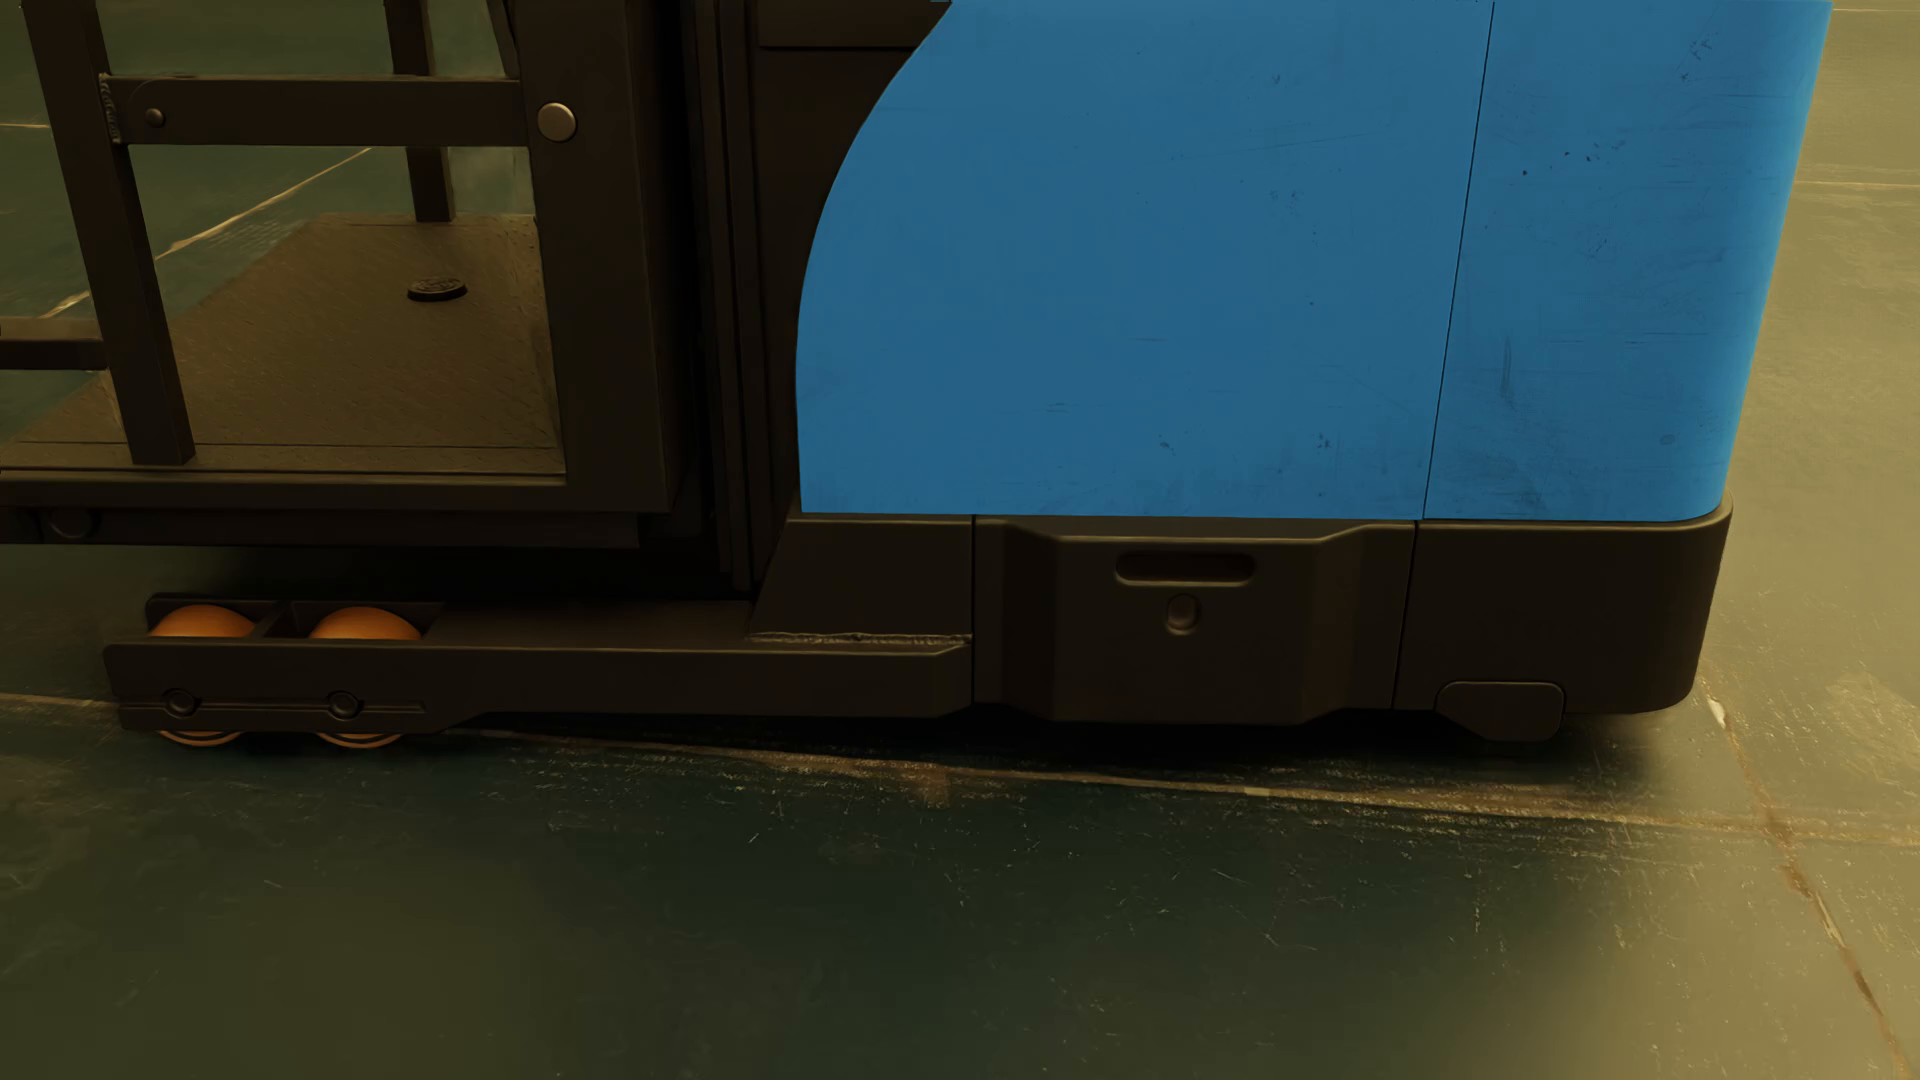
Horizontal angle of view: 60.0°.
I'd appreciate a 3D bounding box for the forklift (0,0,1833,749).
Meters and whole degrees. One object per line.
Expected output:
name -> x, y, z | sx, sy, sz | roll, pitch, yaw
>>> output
forklift -> -0.617, -1.297, 1.816 | 3.031, 2.935, 1.130 | 1, 27, 1
